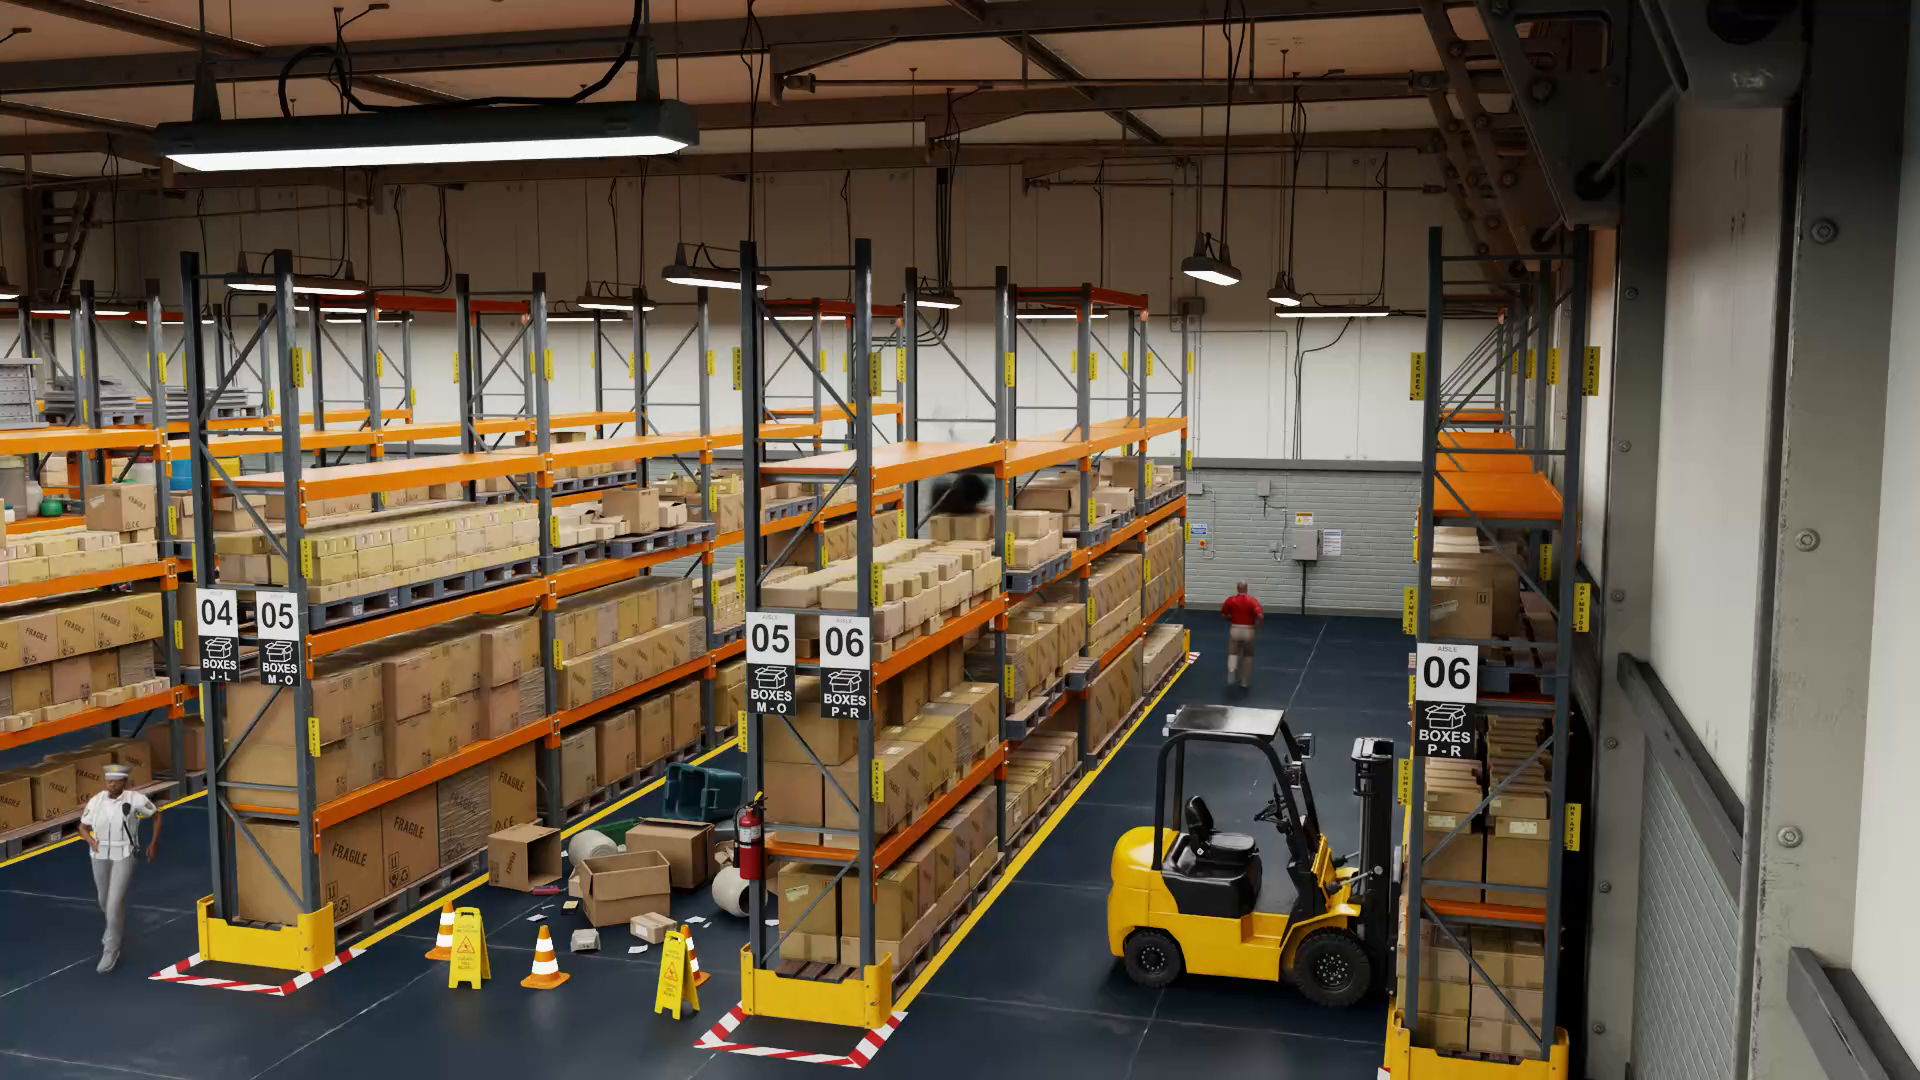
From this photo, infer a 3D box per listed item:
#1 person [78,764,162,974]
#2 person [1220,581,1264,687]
[{"bbox_3d":[-7.204,2.732,14.253,0.614,1.714,0.848,-1,6,-7],"label":"person"},{"bbox_3d":[4.356,1.460,25.656,0.672,1.683,0.758,2,7,16],"label":"person"}]
